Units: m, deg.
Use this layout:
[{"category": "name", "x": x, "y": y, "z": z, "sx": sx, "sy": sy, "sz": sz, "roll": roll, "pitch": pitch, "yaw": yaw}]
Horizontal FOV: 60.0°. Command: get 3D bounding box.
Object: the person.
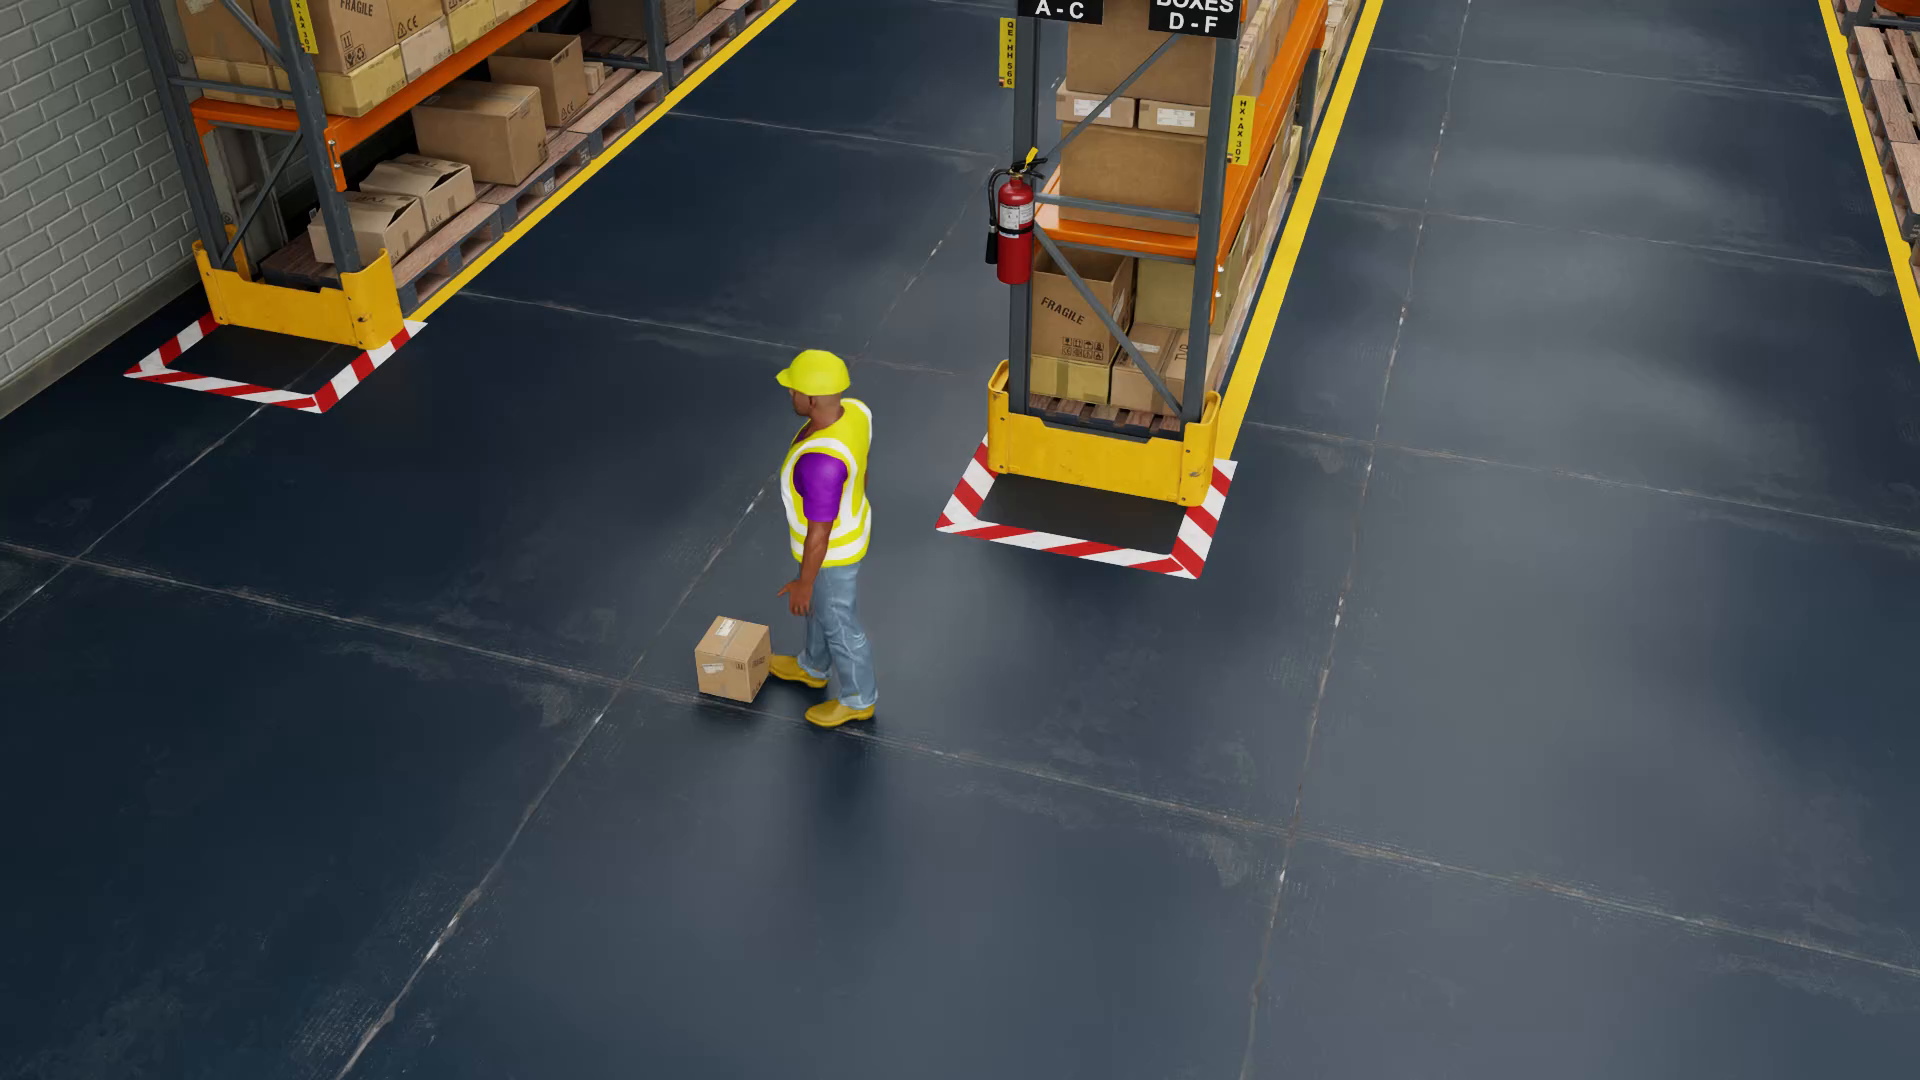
[{"category": "person", "x": -0.627, "y": 0.015, "z": 6.836, "sx": 0.550, "sy": 1.769, "sz": 0.634, "roll": 4, "pitch": 37, "yaw": 5}]
